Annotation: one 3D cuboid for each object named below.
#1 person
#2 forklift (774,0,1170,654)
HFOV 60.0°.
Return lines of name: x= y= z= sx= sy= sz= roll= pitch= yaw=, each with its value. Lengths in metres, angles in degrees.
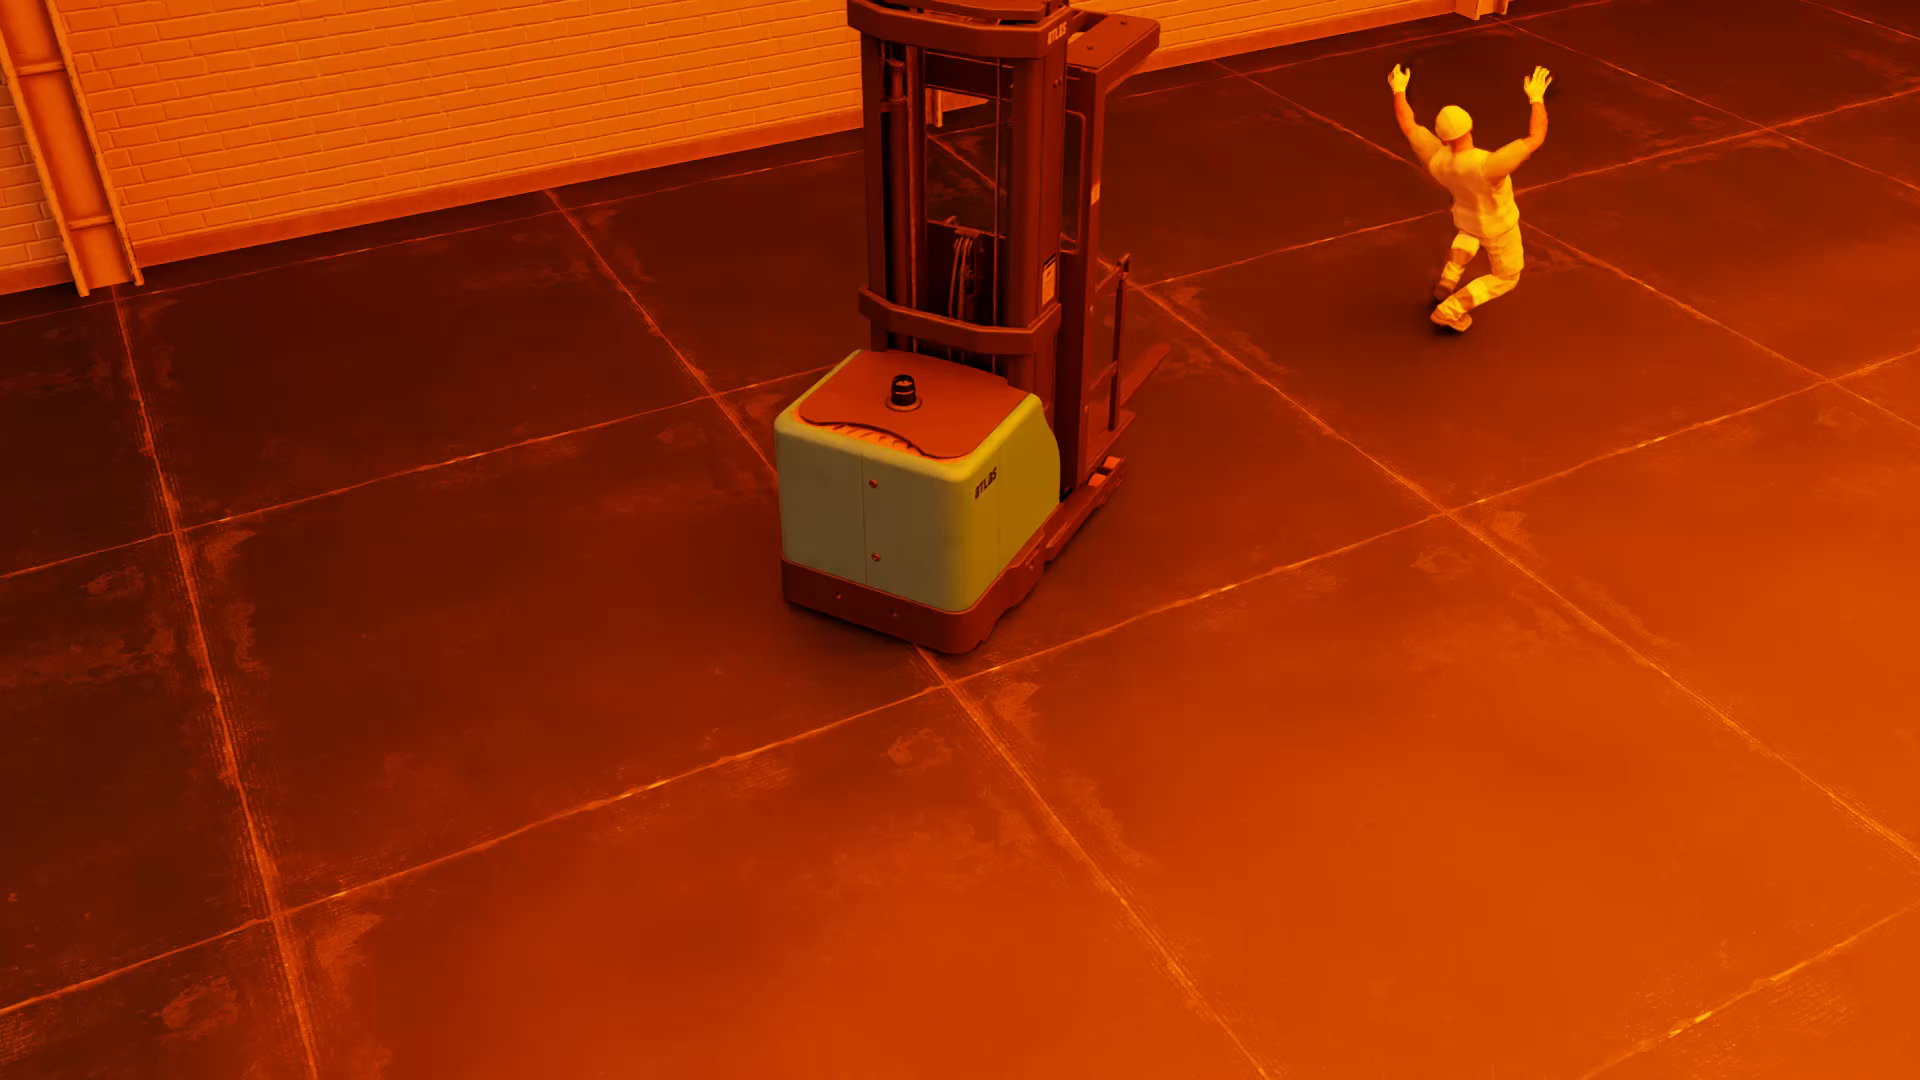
person: x=3.070 y=-2.165 z=10.293 sx=0.822 sy=1.683 sz=1.087 roll=-21 pitch=41 yaw=-27
forklift: x=0.258 y=-1.496 z=8.239 sx=1.130 sy=2.935 sz=3.031 roll=17 pitch=39 yaw=22
